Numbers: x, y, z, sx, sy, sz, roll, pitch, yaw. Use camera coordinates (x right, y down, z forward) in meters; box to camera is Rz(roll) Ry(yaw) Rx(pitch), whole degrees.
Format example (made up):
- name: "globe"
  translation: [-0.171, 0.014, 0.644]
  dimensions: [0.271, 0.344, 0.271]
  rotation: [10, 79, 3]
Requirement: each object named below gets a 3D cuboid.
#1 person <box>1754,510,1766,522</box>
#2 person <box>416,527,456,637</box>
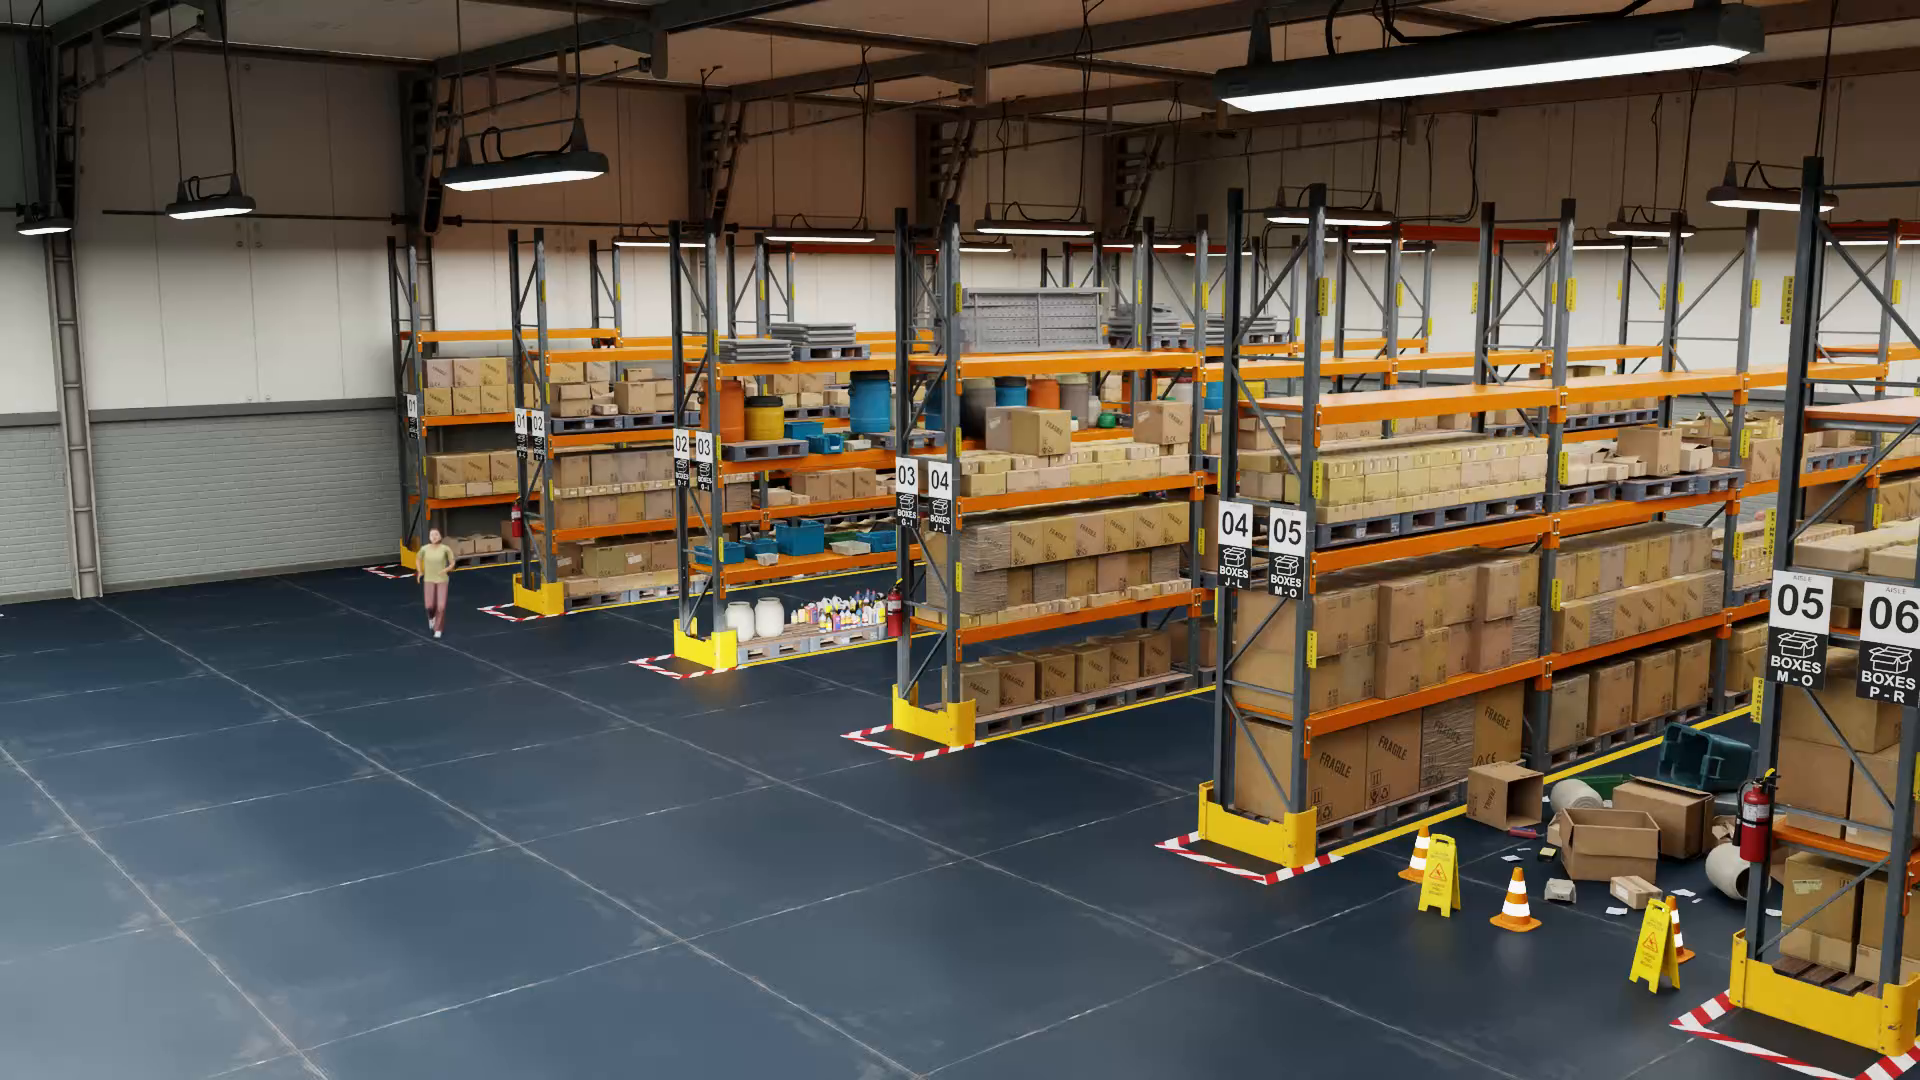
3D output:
- name: "person"
  translation: [12.291, 0.416, 25.463]
  dimensions: [0.817, 1.775, 0.669]
  rotation: [-6, 10, -33]
- name: "person"
  translation: [-7.697, 0.624, 24.423]
  dimensions: [0.575, 1.631, 0.543]
  rotation: [-2, 9, -13]
